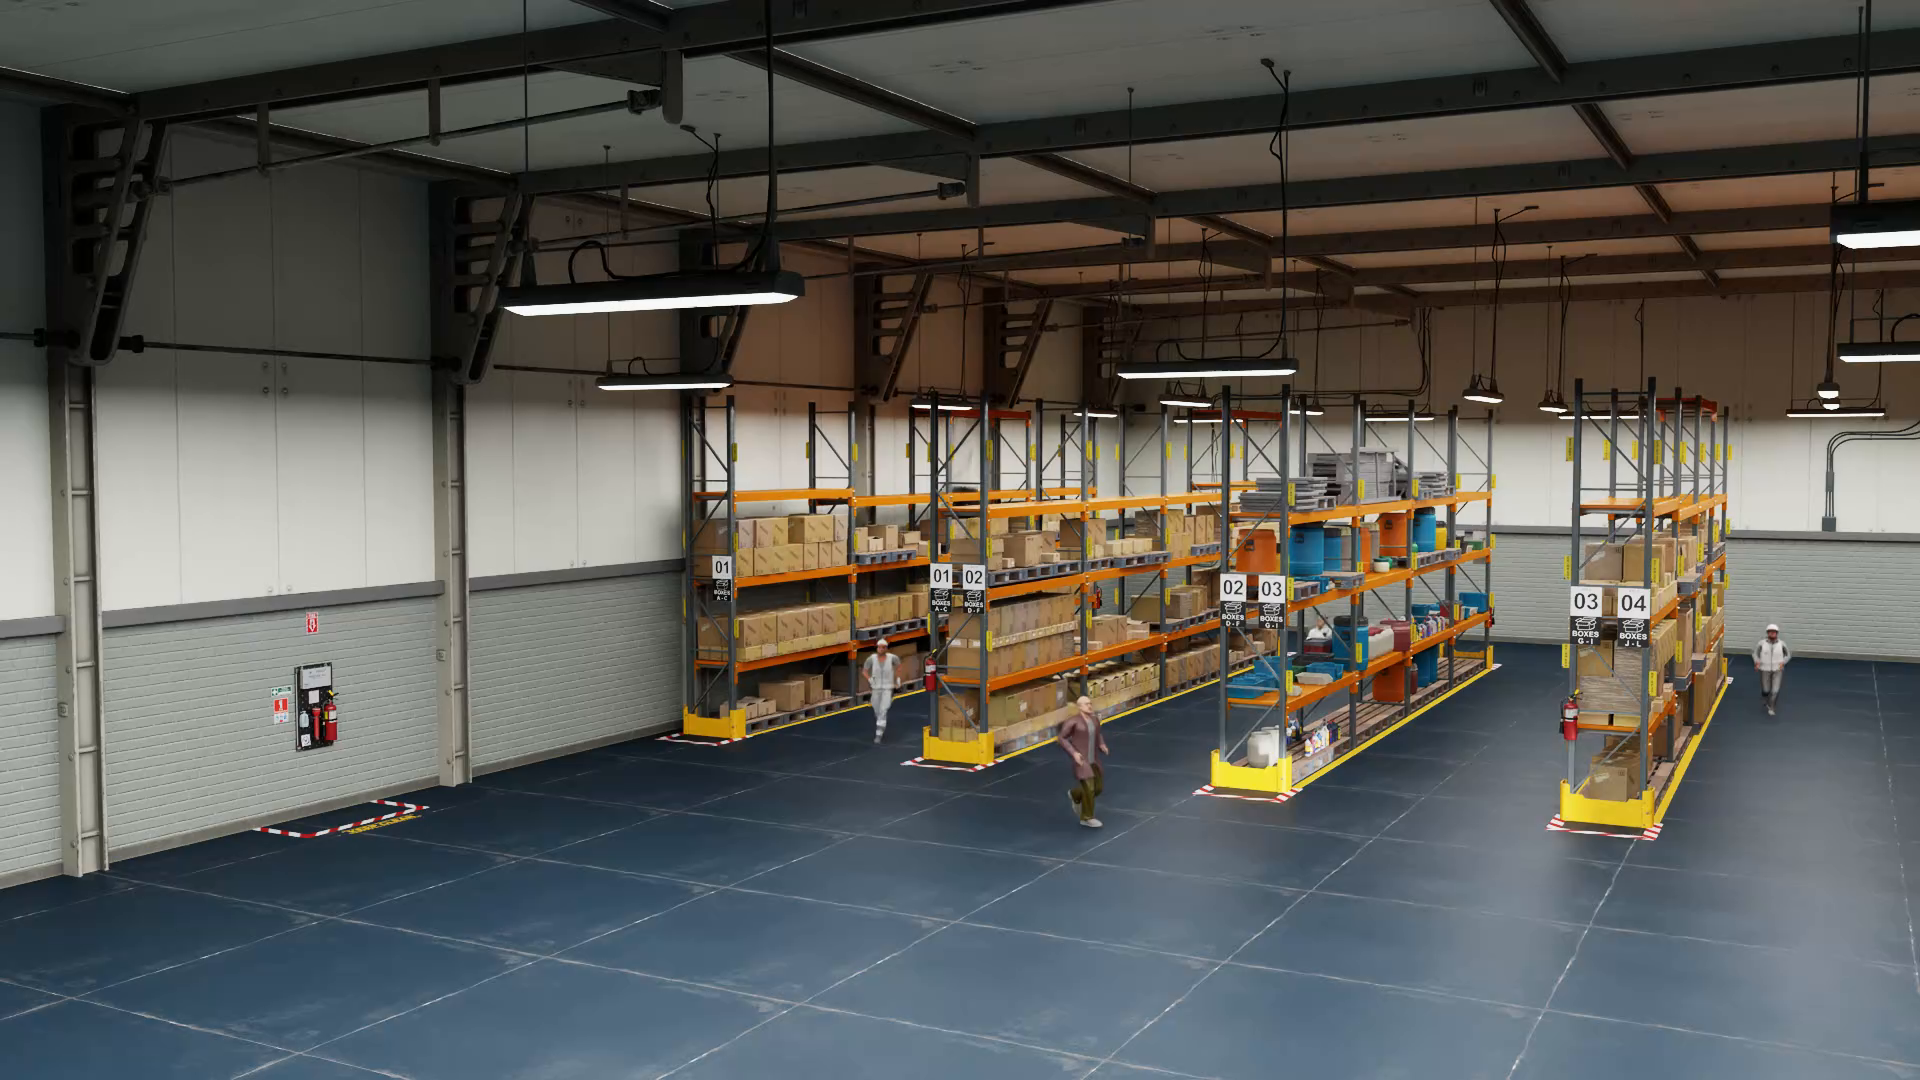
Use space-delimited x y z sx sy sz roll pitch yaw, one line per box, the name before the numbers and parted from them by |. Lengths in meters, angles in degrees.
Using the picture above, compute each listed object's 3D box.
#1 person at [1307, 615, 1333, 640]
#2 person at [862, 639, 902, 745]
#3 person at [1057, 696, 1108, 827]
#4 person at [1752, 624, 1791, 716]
person | 7.411 2.363 34.166 0.626 1.669 0.760 2 3 28
person | -1.354 2.591 28.866 0.684 1.775 1.030 0 3 2
person | 1.641 2.955 22.306 0.704 1.735 0.724 -2 4 -37
person | 15.515 2.477 31.794 0.667 1.731 0.581 1 3 24
